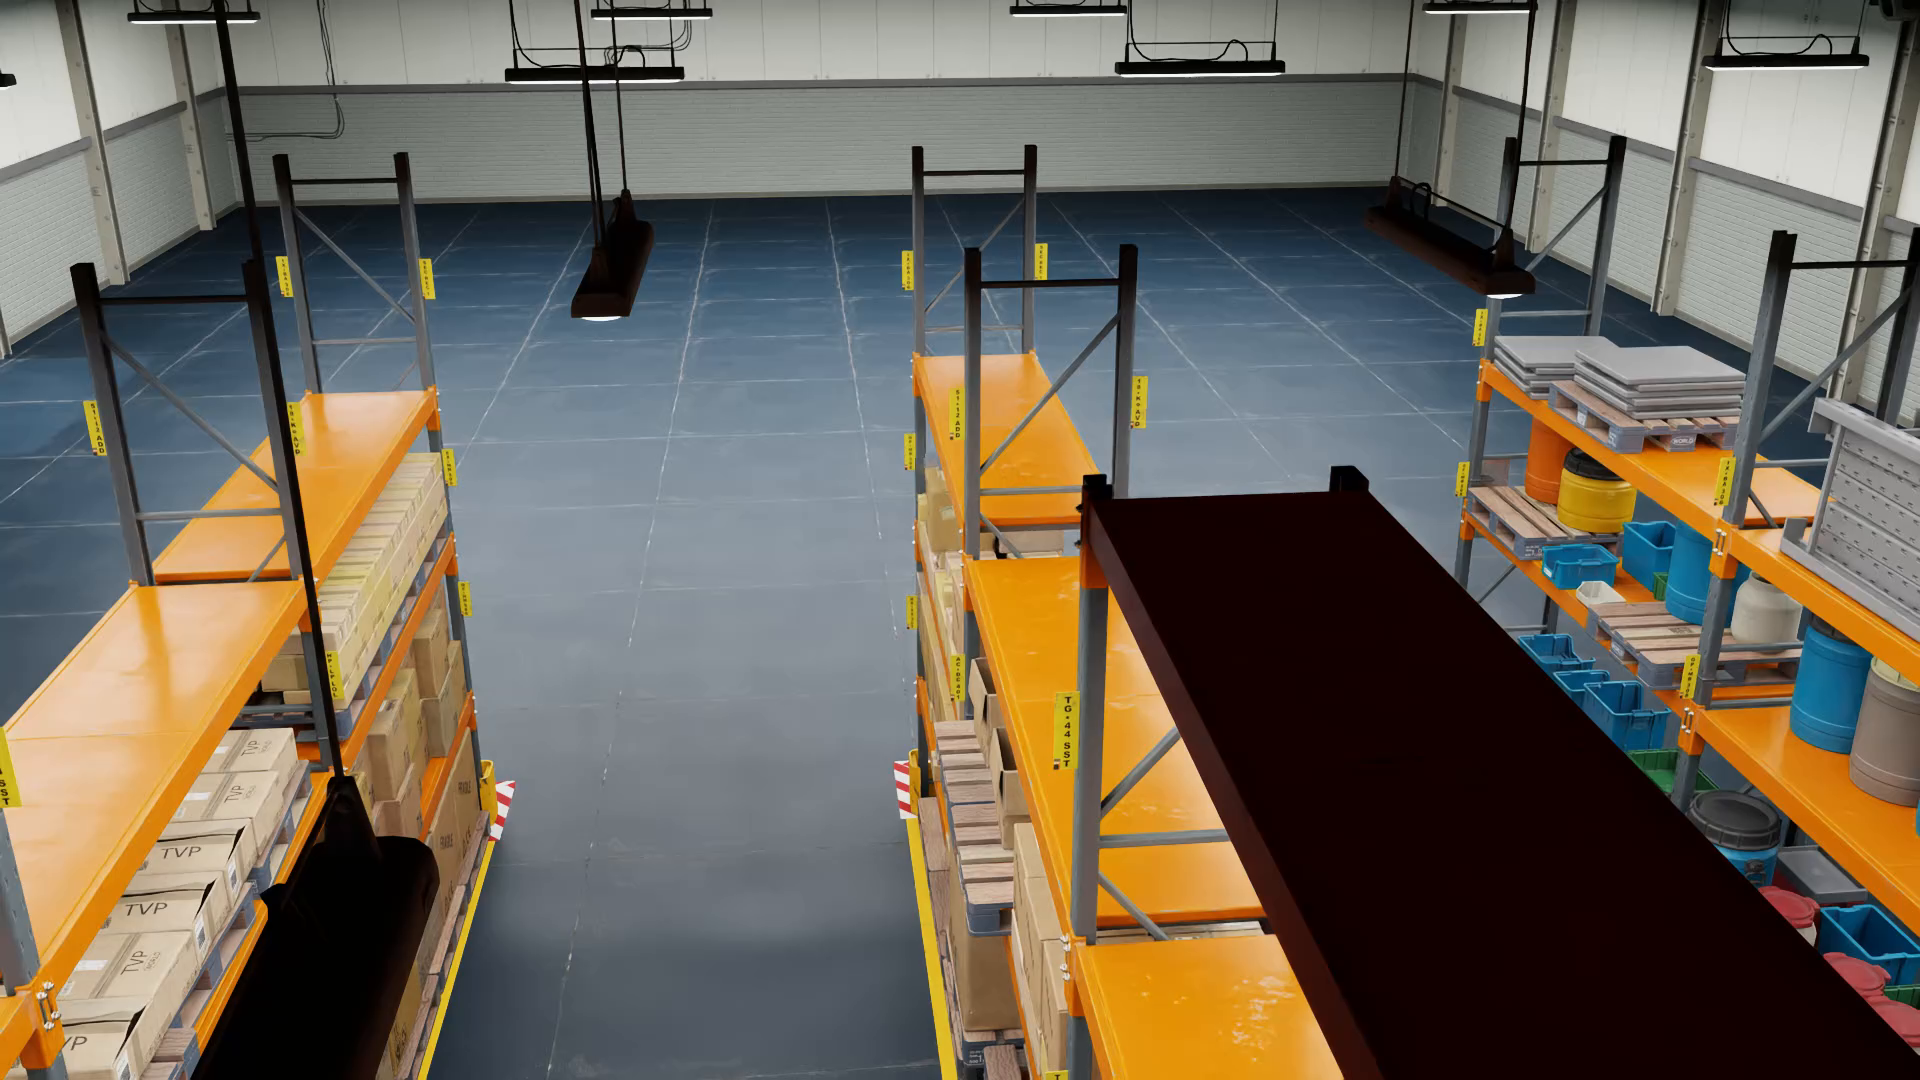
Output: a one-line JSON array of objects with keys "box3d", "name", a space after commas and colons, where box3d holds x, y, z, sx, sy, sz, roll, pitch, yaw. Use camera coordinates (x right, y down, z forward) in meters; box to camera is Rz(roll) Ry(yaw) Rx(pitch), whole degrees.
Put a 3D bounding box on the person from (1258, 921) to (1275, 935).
[{"box3d": [2.391, 2.789, 12.206, 0.576, 1.721, 1.121, 7, 23, 17], "name": "person"}]
